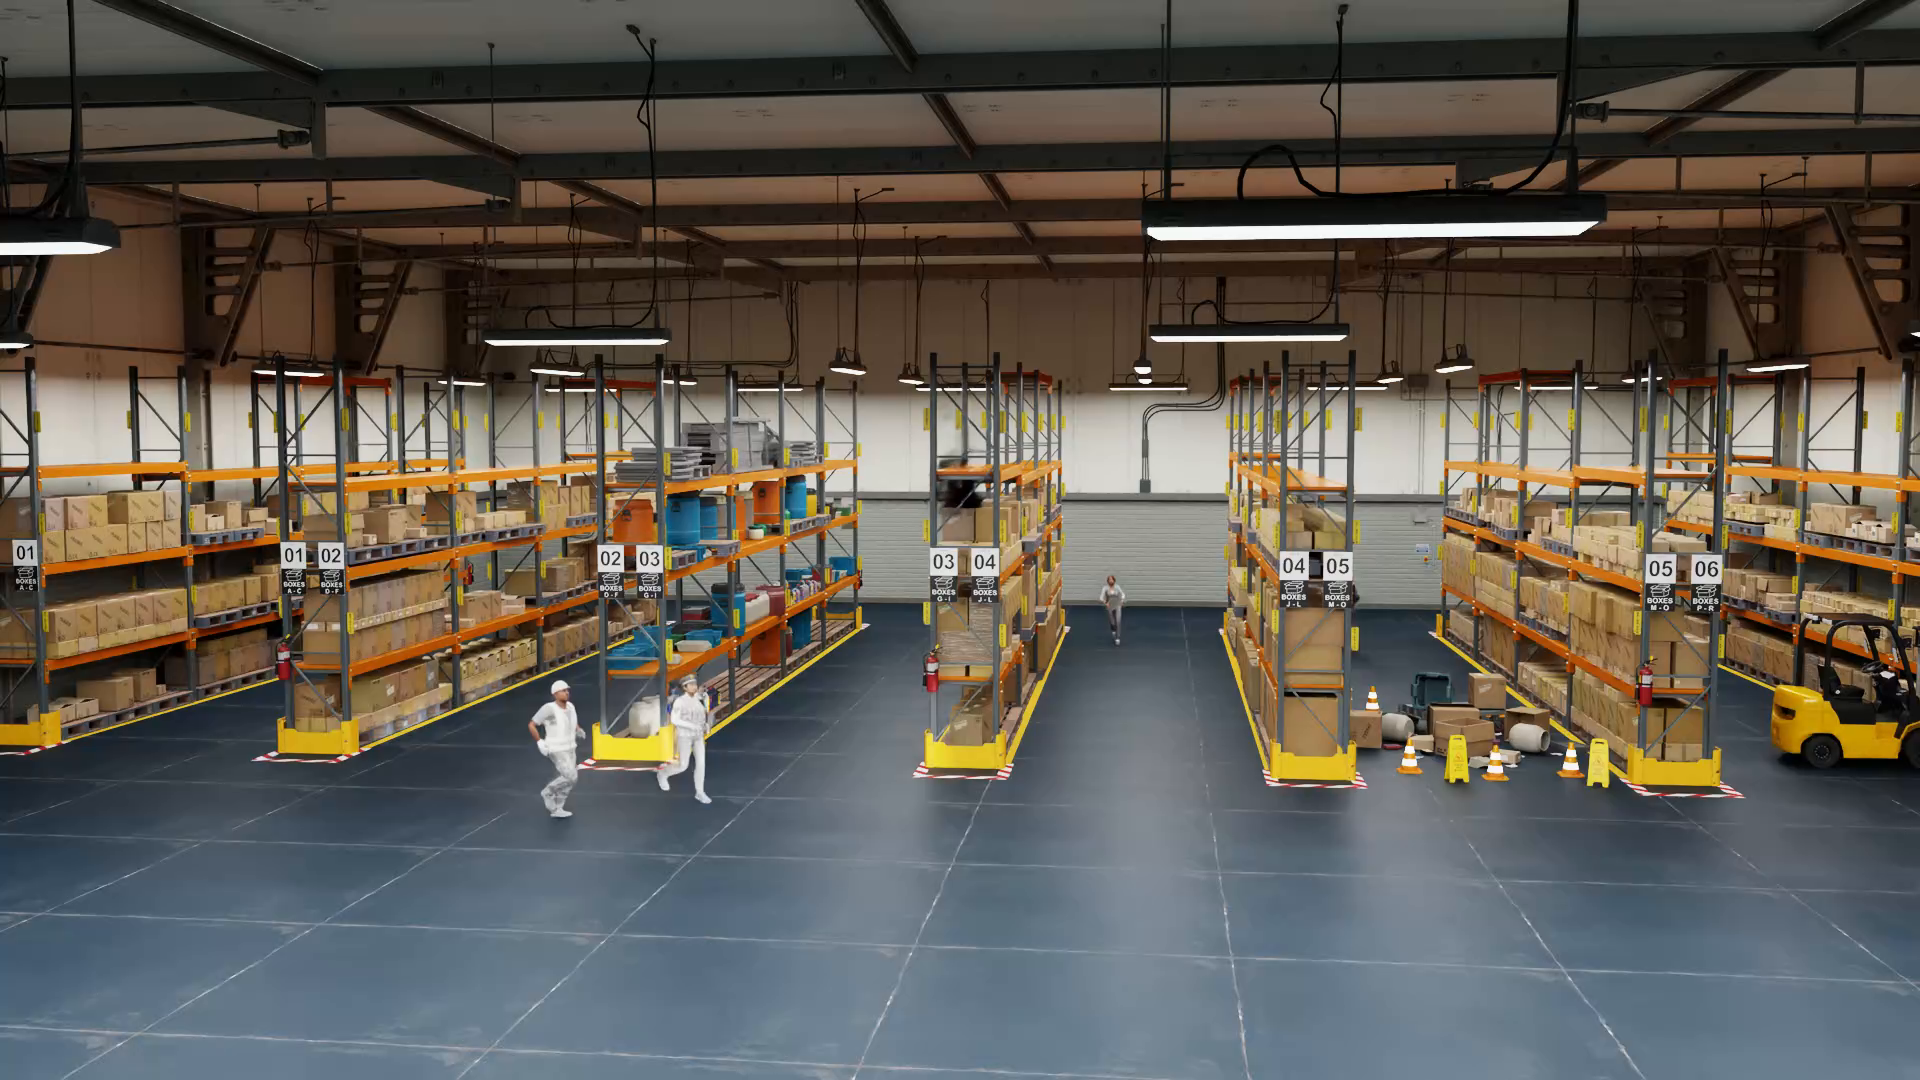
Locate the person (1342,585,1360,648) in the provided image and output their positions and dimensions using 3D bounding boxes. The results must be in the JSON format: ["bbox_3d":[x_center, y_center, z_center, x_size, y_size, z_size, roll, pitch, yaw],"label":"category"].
[{"bbox_3d":[8.479,1.675,36.667,0.661,1.495,0.732,-1,4,-10],"label":"person"}]

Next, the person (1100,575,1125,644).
[{"bbox_3d":[3.470,1.571,37.842,0.575,1.561,0.647,0,4,-2],"label":"person"}]

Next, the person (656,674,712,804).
[{"bbox_3d":[-3.614,2.609,22.062,0.883,1.706,0.626,3,5,40],"label":"person"}]

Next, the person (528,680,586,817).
[{"bbox_3d":[-5.004,2.649,21.000,0.595,1.746,0.692,2,4,24],"label":"person"}]
